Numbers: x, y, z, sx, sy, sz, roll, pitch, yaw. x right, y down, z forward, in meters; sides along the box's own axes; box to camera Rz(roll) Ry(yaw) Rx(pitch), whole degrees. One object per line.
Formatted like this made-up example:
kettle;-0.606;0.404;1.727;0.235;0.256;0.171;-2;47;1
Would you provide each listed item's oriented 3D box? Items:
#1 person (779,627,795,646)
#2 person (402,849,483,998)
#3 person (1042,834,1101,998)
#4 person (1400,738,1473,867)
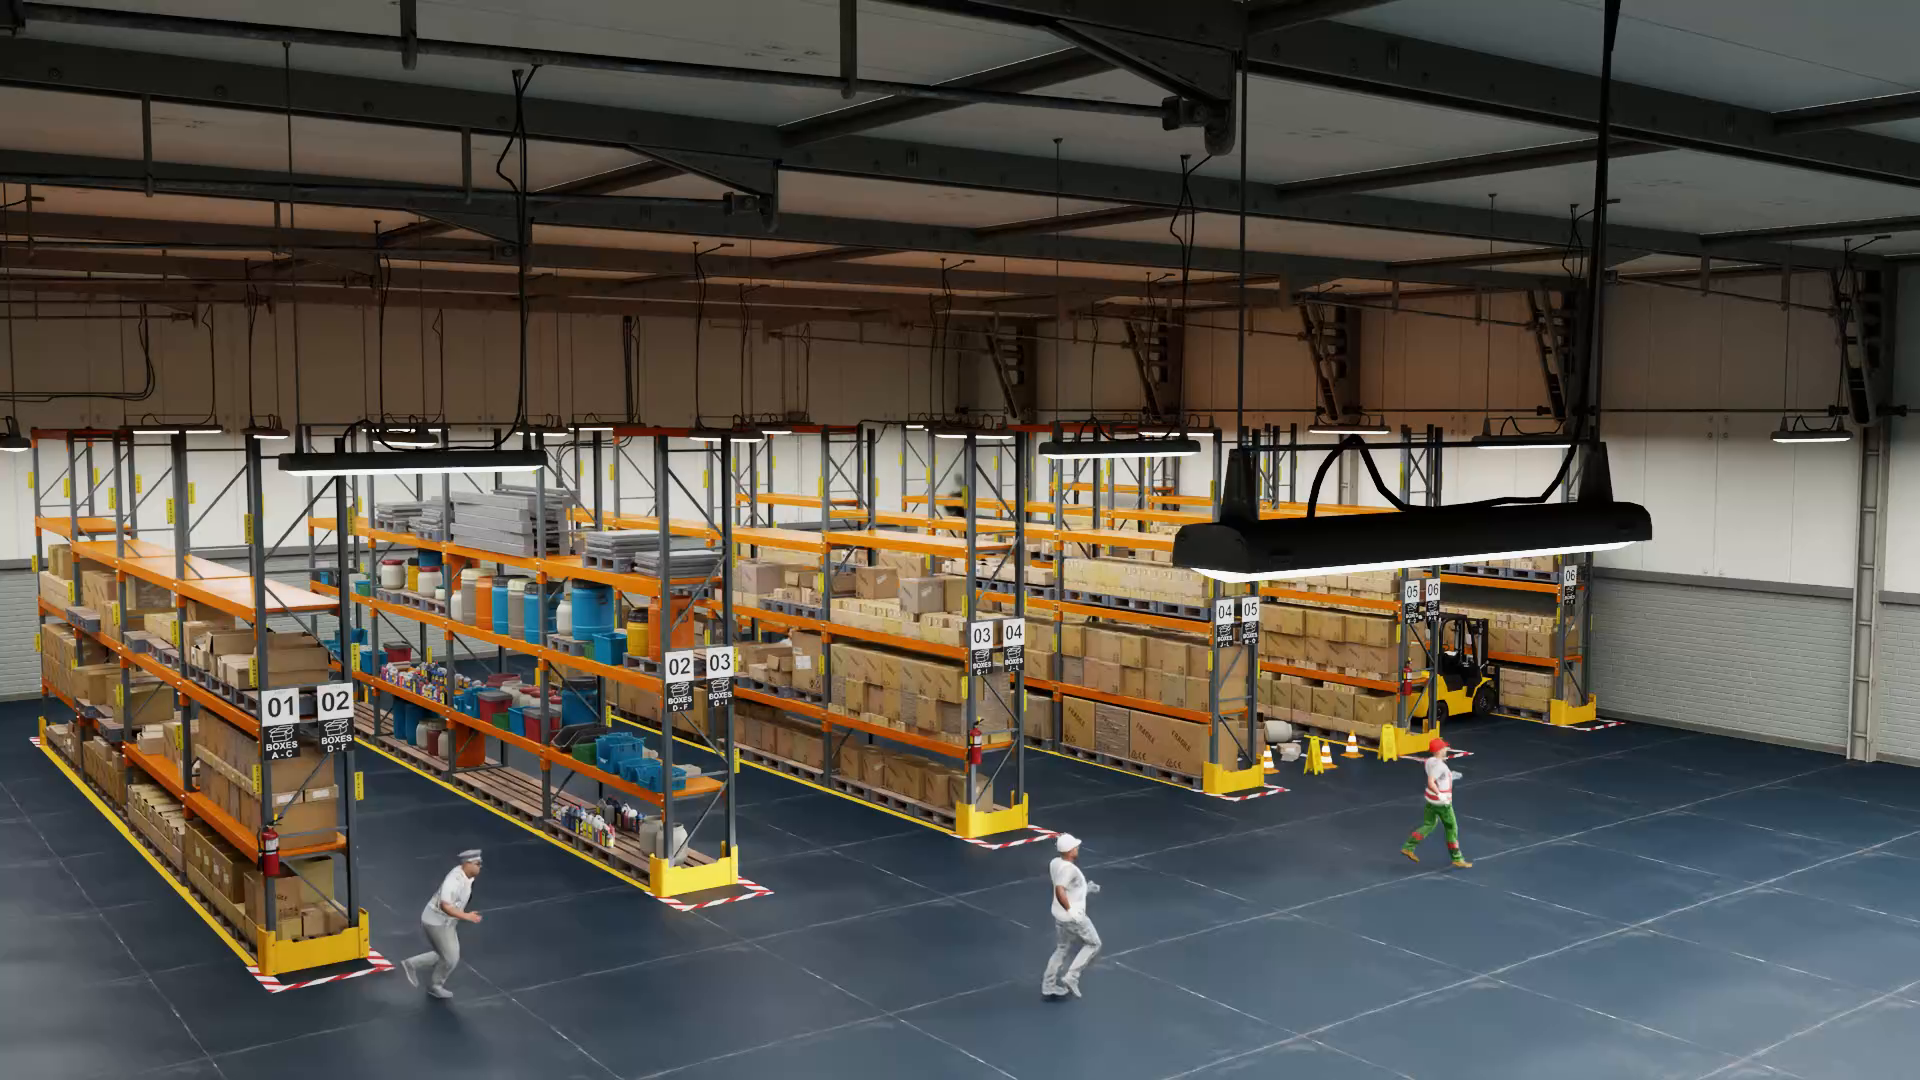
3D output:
person;-3.618;2.700;35.667;0.535;1.696;0.712;-3;6;-36
person;-5.559;4.144;17.974;0.849;1.614;0.680;0;4;-3
person;1.217;4.035;17.882;0.683;1.764;0.662;-2;5;-20
person;6.573;3.609;22.868;0.991;1.781;0.659;-1;5;-7
